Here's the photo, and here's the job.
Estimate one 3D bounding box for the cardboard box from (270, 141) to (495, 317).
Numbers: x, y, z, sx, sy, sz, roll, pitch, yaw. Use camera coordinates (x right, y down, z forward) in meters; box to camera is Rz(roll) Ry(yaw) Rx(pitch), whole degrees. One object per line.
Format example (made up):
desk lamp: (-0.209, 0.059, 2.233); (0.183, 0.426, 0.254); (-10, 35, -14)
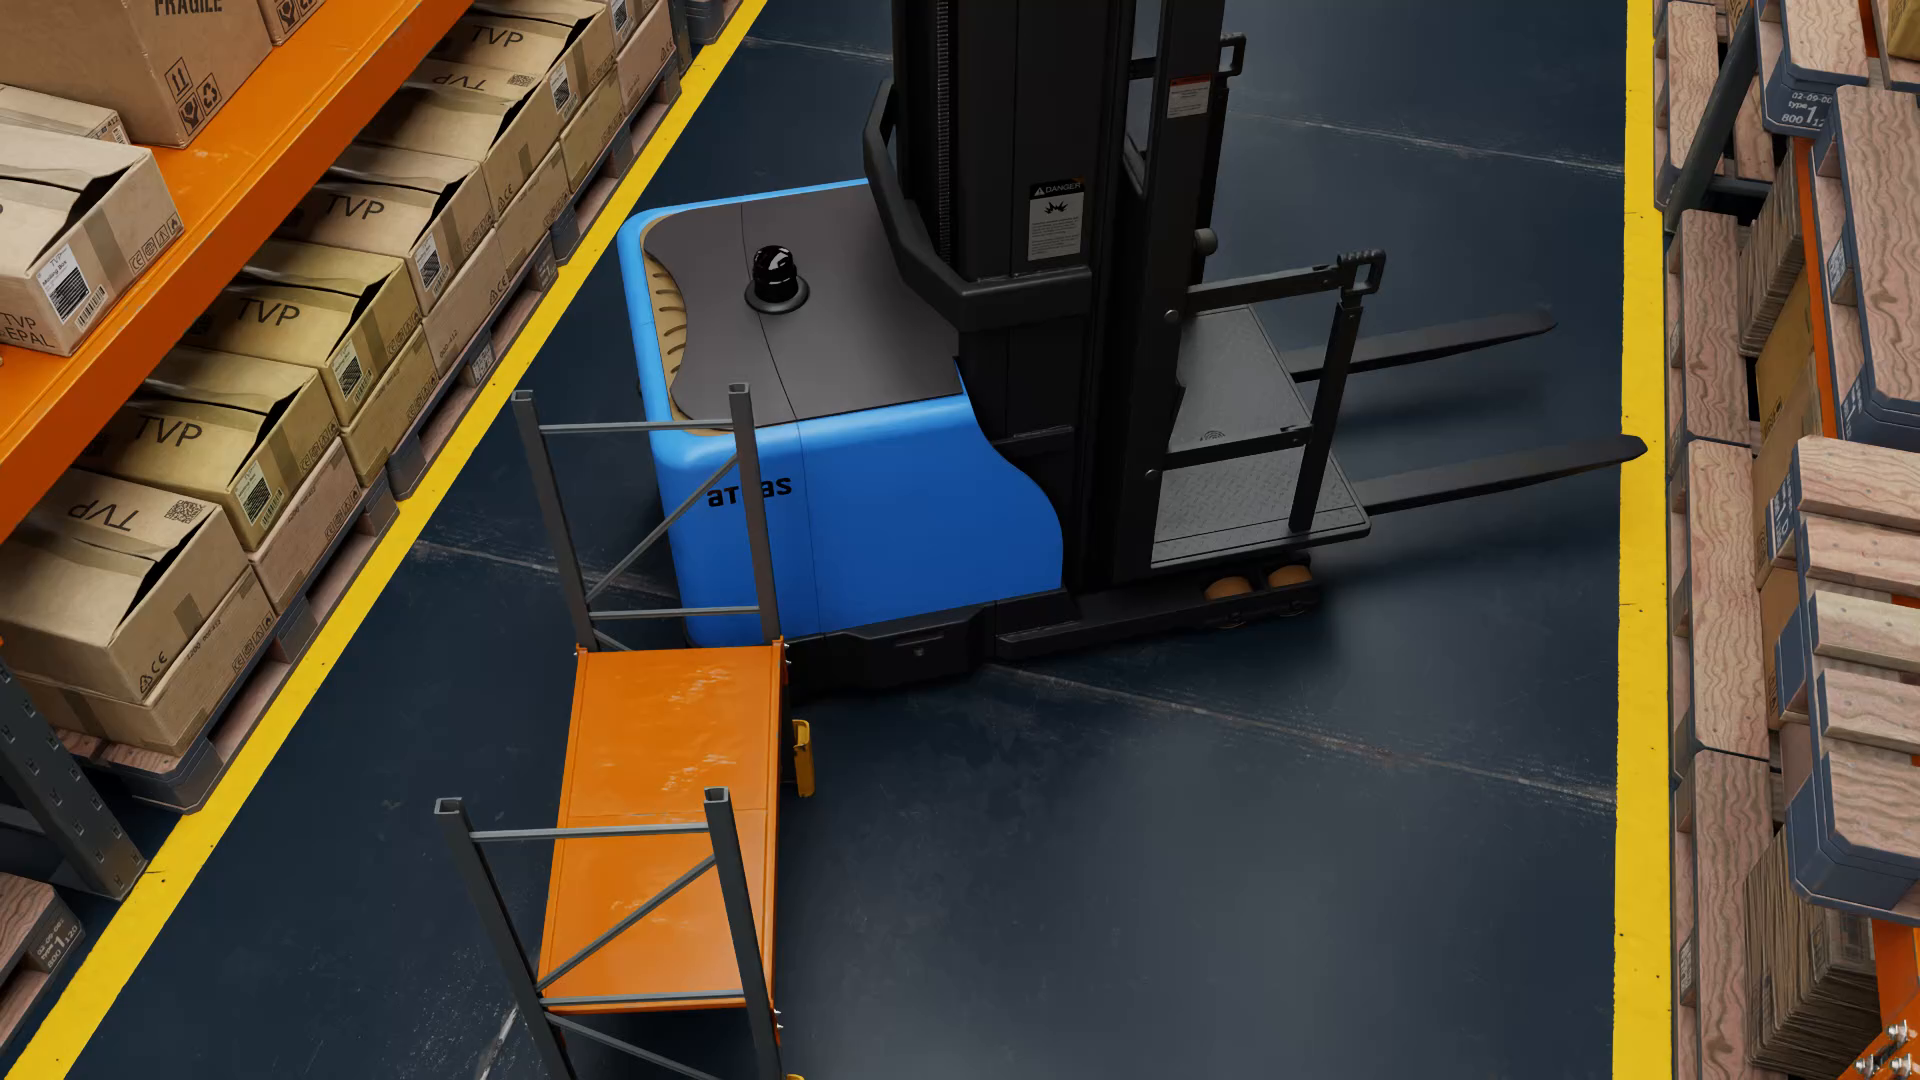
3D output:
cardboard box: (-1.859, -1.032, 5.340); (0.500, 0.311, 0.500); (11, 49, 10)

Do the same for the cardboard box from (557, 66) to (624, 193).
cardboard box: (-1.593, -1.574, 6.192); (0.500, 0.250, 0.500); (11, 49, 9)

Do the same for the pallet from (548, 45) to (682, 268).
pallet: (-1.785, -1.604, 6.525); (1.003, 0.211, 1.213); (12, 50, 10)

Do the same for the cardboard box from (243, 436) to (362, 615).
cardboard box: (-2.128, -0.088, 4.881); (0.500, 0.250, 0.500); (10, 49, 9)

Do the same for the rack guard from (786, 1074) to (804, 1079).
rack guard: (-0.649, 1.355, 3.887); (0.587, 0.250, 0.087); (-2, 49, -2)

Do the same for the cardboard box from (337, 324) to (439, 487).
cardboard box: (-1.997, -0.465, 5.214); (0.500, 0.250, 0.500); (10, 49, 9)

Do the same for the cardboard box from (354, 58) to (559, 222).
cardboard box: (-1.723, -1.395, 5.660); (0.500, 0.311, 0.500); (11, 50, 10)

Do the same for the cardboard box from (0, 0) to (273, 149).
cardboard box: (-2.255, -1.424, 4.440); (0.500, 0.500, 0.500); (9, 49, 8)

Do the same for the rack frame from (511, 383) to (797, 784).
rack frame: (-0.699, 0.181, 4.090); (0.500, 1.500, 0.032); (-2, 49, -2)

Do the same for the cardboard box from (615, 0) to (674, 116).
cardboard box: (-1.458, -1.940, 6.515); (0.500, 0.250, 0.500); (11, 50, 10)

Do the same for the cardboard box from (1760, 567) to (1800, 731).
cardboard box: (2.589, 0.236, 4.415); (0.700, 0.500, 0.500); (11, 50, 10)

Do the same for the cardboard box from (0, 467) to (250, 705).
cardboard box: (-2.260, 0.090, 4.350); (0.500, 0.311, 0.500); (13, 50, 11)

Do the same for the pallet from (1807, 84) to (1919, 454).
pallet: (2.580, -0.576, 3.886); (1.003, 0.211, 1.213); (12, 50, 10)

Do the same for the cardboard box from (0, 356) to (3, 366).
cardboard box: (-2.543, -0.399, 3.661); (0.500, 0.311, 0.500); (14, 50, 12)

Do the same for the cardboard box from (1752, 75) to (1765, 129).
cardboard box: (3.264, -1.694, 6.340); (0.380, 0.166, 0.250); (6, 49, 5)

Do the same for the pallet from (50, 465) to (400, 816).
pallet: (-2.427, 0.161, 4.967); (1.003, 0.211, 1.213); (12, 50, 10)

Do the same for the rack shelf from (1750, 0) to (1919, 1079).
rack shelf: (2.625, -0.408, 4.089); (1.077, 0.370, 4.000); (12, 50, 10)

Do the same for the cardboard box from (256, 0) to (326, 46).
cardboard box: (-2.117, -1.805, 4.776); (0.500, 0.500, 0.500); (12, 50, 10)

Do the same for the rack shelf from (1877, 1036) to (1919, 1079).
rack shelf: (1.573, 2.485, 1.536); (1.077, 0.370, 4.000); (12, 50, 10)

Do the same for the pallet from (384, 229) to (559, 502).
pallet: (-2.104, -0.719, 5.744); (1.003, 0.211, 1.213); (12, 50, 10)

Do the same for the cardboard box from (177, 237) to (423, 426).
cardboard box: (-1.993, -0.660, 5.012); (0.500, 0.311, 0.500); (10, 49, 9)

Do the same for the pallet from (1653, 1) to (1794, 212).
pallet: (3.294, -1.663, 6.577); (1.003, 0.211, 1.213); (12, 50, 10)

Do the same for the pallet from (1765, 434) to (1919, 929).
pallet: (2.184, 0.327, 3.088); (1.213, 0.211, 1.003); (12, 50, 10)

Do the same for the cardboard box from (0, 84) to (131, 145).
cardboard box: (-2.400, -1.025, 4.321); (0.380, 0.149, 0.250); (15, 50, 13)

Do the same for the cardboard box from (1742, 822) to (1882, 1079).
cardboard box: (2.238, 0.951, 3.784); (0.700, 0.500, 0.500); (12, 50, 11)

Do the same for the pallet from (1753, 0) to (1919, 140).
pallet: (2.810, -1.505, 4.706); (1.003, 0.211, 1.213); (12, 50, 10)

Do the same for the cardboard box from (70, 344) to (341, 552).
cardboard box: (-2.130, -0.292, 4.686); (0.500, 0.311, 0.500); (10, 49, 9)

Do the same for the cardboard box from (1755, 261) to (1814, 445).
cardboard box: (2.886, -0.492, 5.057); (0.700, 0.500, 0.500); (11, 49, 9)

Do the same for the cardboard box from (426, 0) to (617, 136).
cardboard box: (-1.589, -1.755, 5.978); (0.500, 0.311, 0.500); (13, 50, 11)

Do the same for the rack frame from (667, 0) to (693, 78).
rack frame: (-1.628, -3.068, 5.957); (1.000, 3.000, 0.127); (12, 50, 10)

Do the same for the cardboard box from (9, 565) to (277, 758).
cardboard box: (-2.260, 0.276, 4.560); (0.500, 0.250, 0.500); (11, 50, 10)

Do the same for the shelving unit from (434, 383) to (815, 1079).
shelving unit: (-0.673, 0.569, 3.748); (0.587, 1.500, 1.083); (-2, 49, -2)

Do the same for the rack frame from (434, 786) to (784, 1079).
rack frame: (-0.649, 0.943, 3.418); (0.500, 1.500, 0.032); (-2, 49, -2)

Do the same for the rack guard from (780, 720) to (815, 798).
rack guard: (-0.698, 0.610, 4.545); (0.587, 0.250, 0.087); (-2, 49, -2)

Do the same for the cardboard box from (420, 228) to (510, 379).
cardboard box: (-1.862, -0.836, 5.541); (0.500, 0.250, 0.500); (12, 50, 11)

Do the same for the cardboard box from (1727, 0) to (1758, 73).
cardboard box: (3.386, -2.170, 6.538); (0.500, 0.500, 0.500); (8, 49, 7)

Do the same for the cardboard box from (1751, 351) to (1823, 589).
cardboard box: (2.713, -0.131, 4.739); (0.700, 0.500, 0.500); (12, 50, 10)

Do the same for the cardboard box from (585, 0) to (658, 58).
cardboard box: (-1.458, -2.133, 6.312); (0.500, 0.311, 0.500); (12, 50, 10)

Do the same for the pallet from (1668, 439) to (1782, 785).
pallet: (2.629, 0.279, 4.863); (1.003, 0.211, 1.213); (12, 50, 10)

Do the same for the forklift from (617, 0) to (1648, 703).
forklift: (0.606, -1.080, 4.248); (3.031, 2.935, 1.130); (-10, 49, -9)

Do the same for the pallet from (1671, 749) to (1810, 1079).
pallet: (2.306, 1.158, 4.087); (1.003, 0.211, 1.213); (12, 50, 10)

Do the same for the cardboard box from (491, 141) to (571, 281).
cardboard box: (-1.727, -1.204, 5.866); (0.500, 0.250, 0.500); (13, 50, 11)

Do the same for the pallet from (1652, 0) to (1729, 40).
pallet: (3.614, -2.548, 7.358); (1.003, 0.211, 1.213); (12, 50, 10)

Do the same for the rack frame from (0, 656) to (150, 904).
rack frame: (-2.681, -0.174, 3.403); (1.000, 3.000, 0.127); (12, 50, 10)

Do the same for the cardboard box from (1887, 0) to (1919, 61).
cardboard box: (2.831, -1.507, 4.219); (0.700, 0.500, 0.500); (16, 51, 14)

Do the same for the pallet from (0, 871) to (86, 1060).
pallet: (-2.914, 1.281, 3.979); (1.003, 0.211, 1.213); (12, 50, 10)

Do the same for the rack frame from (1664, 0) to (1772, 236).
rack frame: (3.152, -2.093, 5.096); (1.000, 3.000, 0.127); (12, 50, 10)

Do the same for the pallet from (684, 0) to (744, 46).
pallet: (-1.379, -2.712, 7.503); (1.003, 0.211, 1.213); (12, 50, 10)

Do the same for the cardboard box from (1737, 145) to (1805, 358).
cardboard box: (2.974, -0.876, 5.396); (0.700, 0.500, 0.500); (13, 50, 11)

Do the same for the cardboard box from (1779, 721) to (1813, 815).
cardboard box: (2.486, 0.601, 4.092); (0.700, 0.500, 0.500); (11, 50, 10)

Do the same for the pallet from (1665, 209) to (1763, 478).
pallet: (2.948, -0.607, 5.645); (1.003, 0.211, 1.213); (12, 50, 10)

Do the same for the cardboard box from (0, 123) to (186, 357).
cardboard box: (-2.259, -0.754, 3.974); (0.500, 0.311, 0.500); (11, 49, 10)

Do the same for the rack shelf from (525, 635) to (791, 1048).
rack shelf: (-0.674, 0.681, 3.888); (0.538, 0.185, 1.000); (-2, 49, -2)
